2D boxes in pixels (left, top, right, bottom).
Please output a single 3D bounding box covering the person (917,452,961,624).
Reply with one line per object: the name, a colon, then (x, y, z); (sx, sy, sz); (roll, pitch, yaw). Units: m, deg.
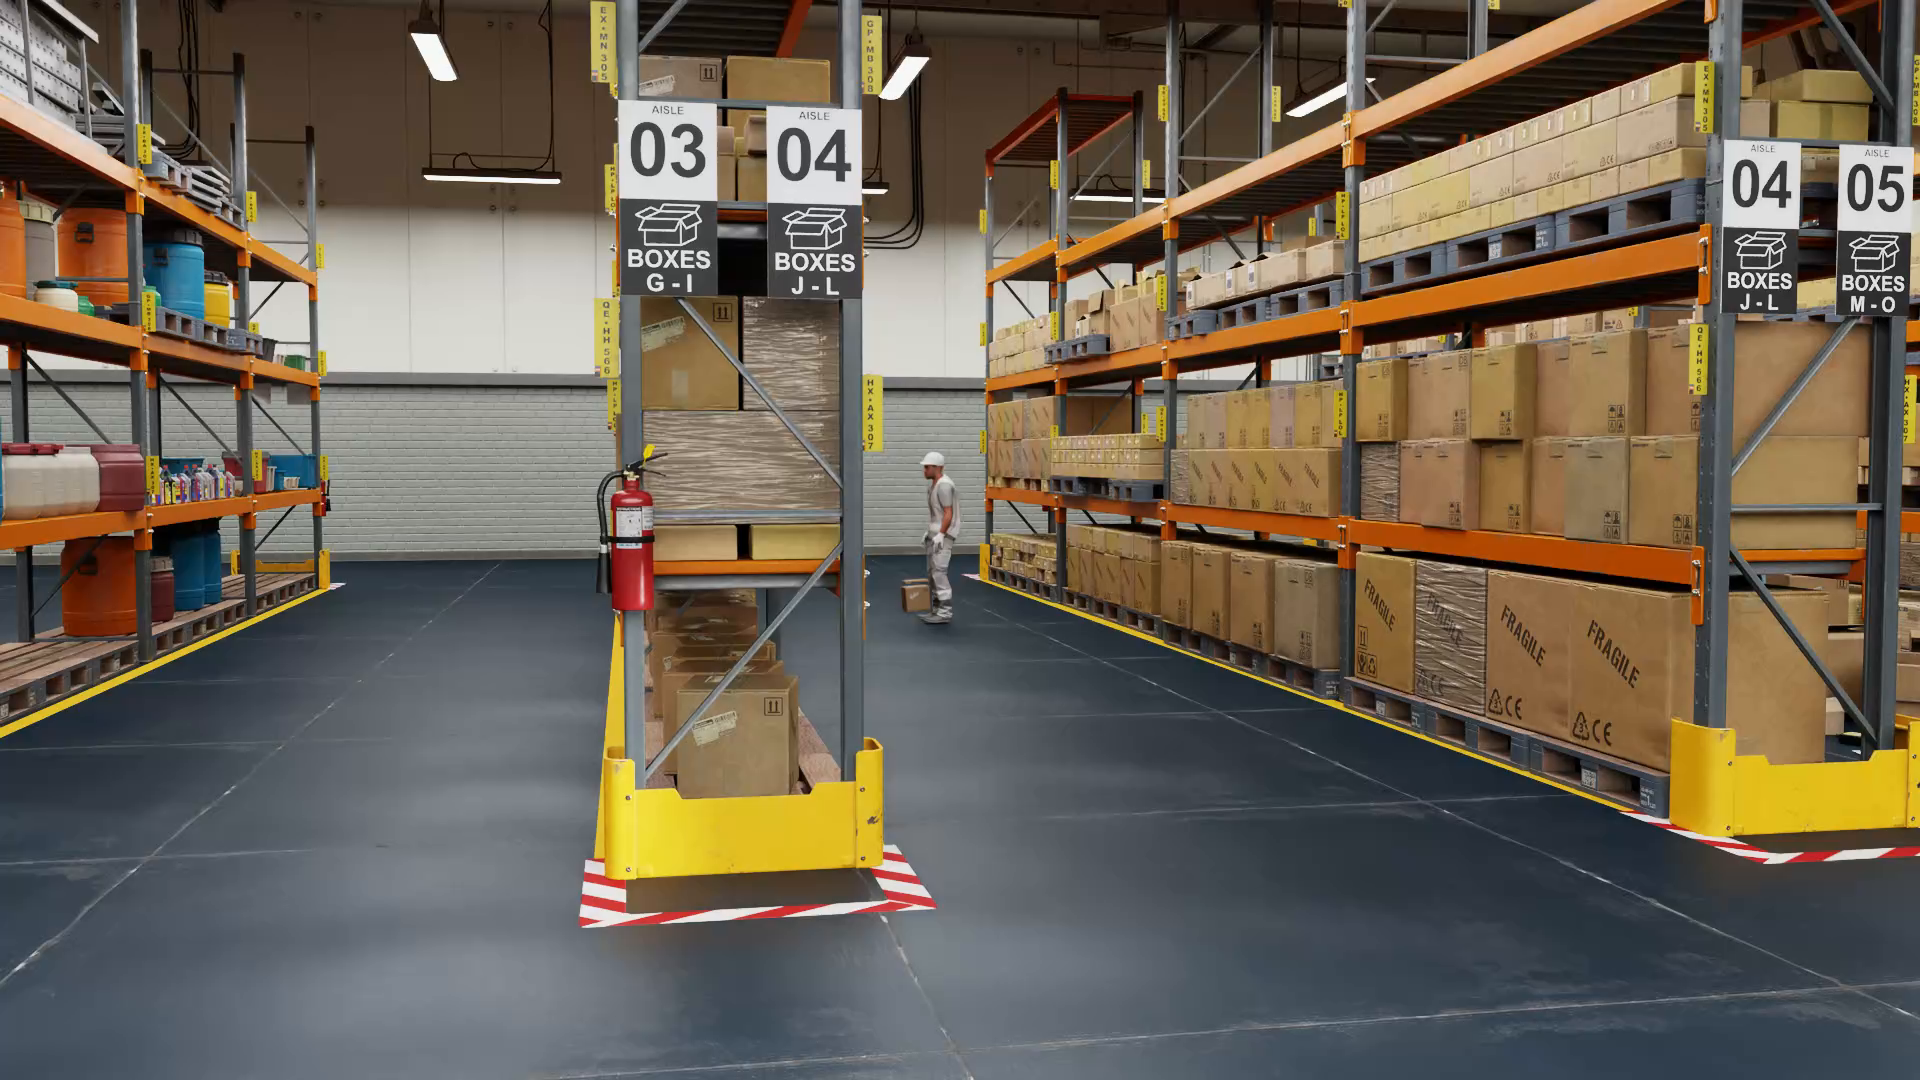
person: (-0.227, -0.025, 17.360); (0.435, 1.781, 0.568); (-1, 3, -13)
